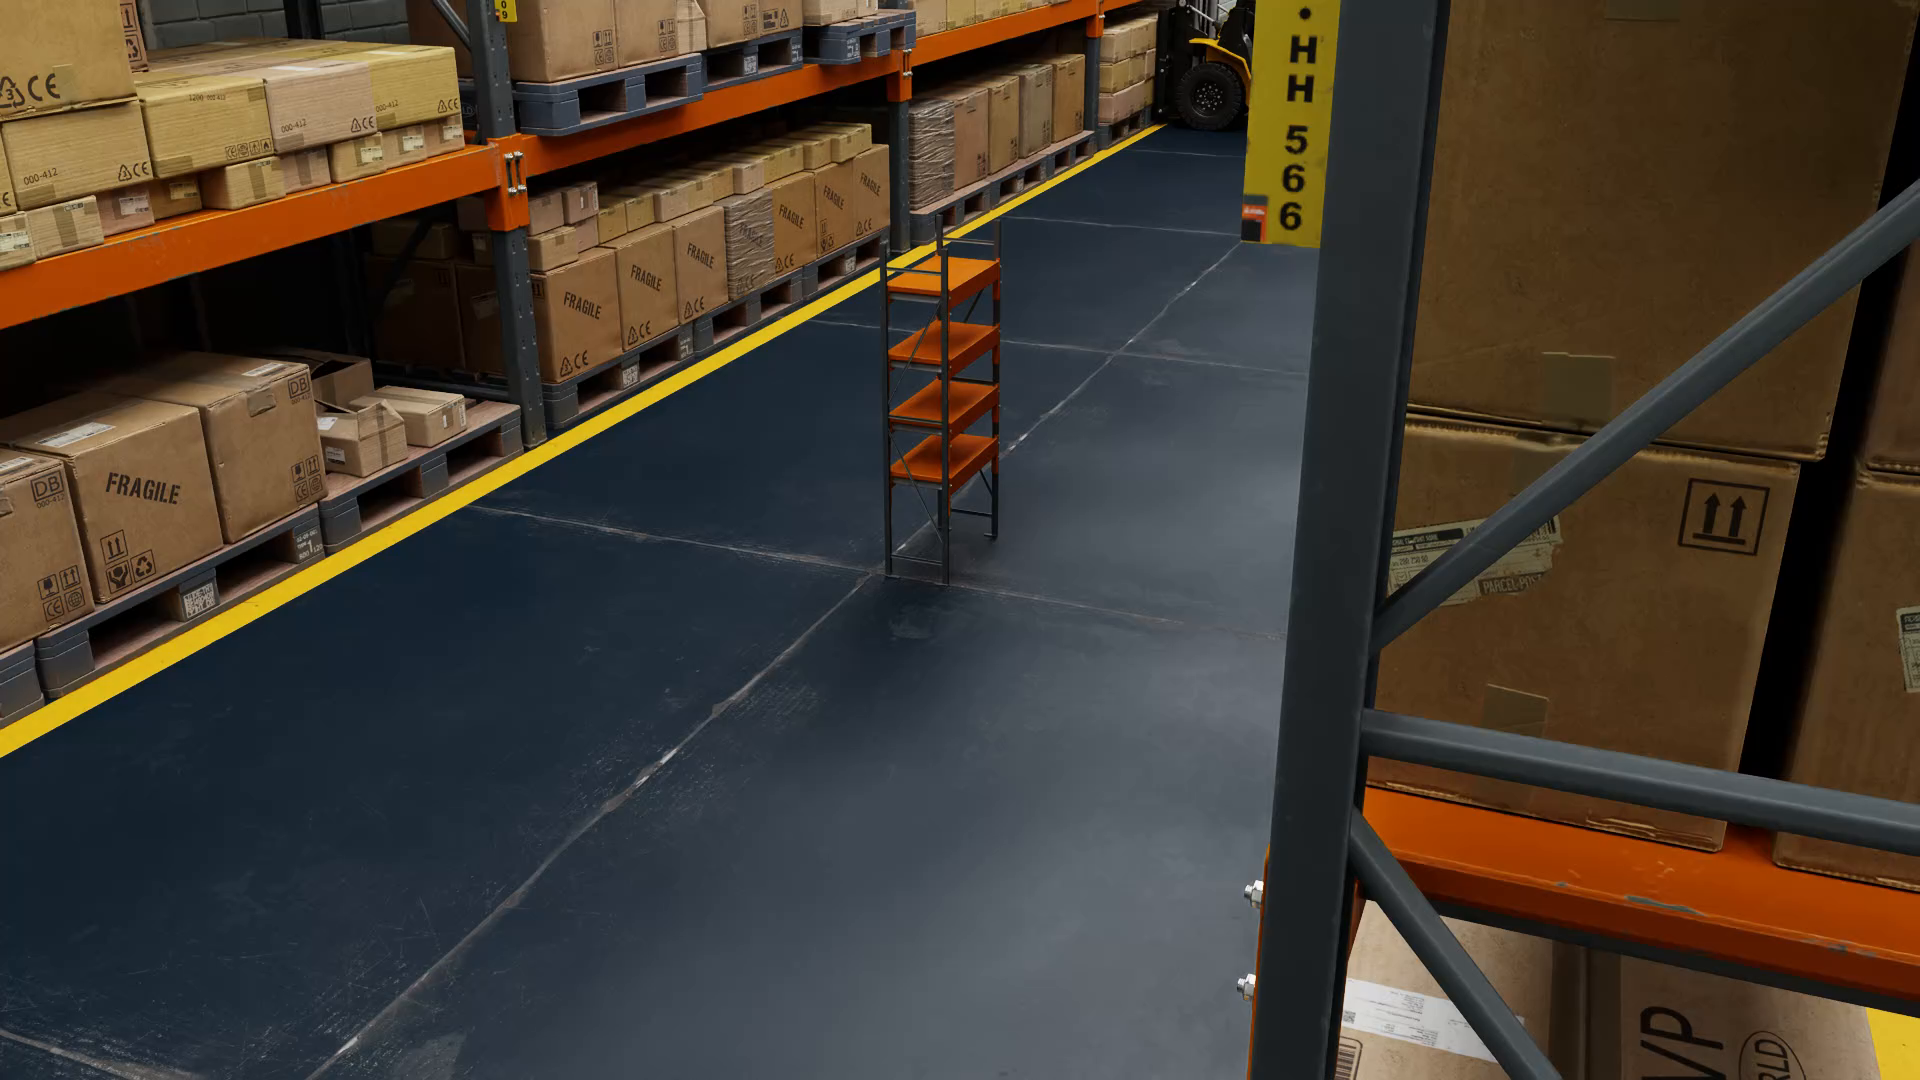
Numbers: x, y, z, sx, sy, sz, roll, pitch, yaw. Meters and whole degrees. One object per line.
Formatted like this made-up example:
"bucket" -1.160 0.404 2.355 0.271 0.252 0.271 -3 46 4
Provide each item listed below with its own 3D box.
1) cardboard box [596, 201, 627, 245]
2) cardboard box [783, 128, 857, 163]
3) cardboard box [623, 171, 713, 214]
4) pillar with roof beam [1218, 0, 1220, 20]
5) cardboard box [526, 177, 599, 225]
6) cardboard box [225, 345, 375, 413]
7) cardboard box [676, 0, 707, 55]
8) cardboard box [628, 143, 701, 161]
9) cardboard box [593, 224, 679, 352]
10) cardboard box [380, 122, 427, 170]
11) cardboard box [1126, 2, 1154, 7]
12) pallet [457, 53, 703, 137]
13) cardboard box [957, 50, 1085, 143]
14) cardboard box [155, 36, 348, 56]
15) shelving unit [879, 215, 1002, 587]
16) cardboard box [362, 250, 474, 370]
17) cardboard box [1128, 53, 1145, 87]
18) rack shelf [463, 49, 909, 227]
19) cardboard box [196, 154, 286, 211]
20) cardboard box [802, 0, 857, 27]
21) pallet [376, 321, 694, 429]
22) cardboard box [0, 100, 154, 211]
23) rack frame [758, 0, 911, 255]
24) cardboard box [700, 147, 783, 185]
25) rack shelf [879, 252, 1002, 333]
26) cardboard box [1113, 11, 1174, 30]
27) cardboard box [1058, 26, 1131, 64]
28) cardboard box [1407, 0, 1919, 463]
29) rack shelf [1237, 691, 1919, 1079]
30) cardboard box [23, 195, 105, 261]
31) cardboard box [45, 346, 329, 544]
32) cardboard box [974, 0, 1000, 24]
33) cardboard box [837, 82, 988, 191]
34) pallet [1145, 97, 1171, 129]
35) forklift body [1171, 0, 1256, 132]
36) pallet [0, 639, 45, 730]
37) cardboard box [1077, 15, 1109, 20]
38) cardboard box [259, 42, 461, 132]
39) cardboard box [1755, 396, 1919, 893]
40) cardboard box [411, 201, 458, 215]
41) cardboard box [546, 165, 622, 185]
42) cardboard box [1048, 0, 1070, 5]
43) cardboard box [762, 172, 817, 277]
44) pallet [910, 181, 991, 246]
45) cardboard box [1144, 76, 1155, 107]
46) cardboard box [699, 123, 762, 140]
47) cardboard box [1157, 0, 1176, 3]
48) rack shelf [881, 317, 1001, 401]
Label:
"cardboard box" -1.795 -1.497 7.799 0.380 0.149 0.250 7 24 17
"cardboard box" -0.827 -2.319 9.768 0.380 0.149 0.250 7 24 17
"cardboard box" -1.484 -1.770 8.452 0.380 0.149 0.250 10 25 22
"pillar with roof beam" 7.296 -10.337 19.321 9.100 9.000 0.400 9 24 20
"cardboard box" -1.859 -1.531 7.493 0.380 0.149 0.250 8 24 17
"cardboard box" -2.756 -0.614 6.772 0.500 0.311 0.500 10 25 22
"cardboard box" -1.419 -2.438 7.823 0.396 0.266 0.258 10 25 23
"cardboard box" -1.669 -2.117 9.282 0.380 0.149 0.250 8 24 19
"cardboard box" -1.714 -1.237 8.017 0.500 0.500 0.500 8 24 19
"cardboard box" -2.252 -1.501 6.278 0.380 0.149 0.250 9 24 21
"cardboard box" 1.629 -5.220 16.580 0.500 0.250 0.500 9 24 20
"pallet" -1.893 -2.045 7.504 1.003 0.211 1.213 9 24 20
"cardboard box" 0.497 -3.636 13.599 0.875 0.625 0.625 10 25 22
"cardboard box" -2.726 -1.793 6.459 0.500 0.250 0.500 8 24 19
"shelving unit" -0.061 -0.494 5.877 0.258 1.200 0.503 9 24 20
"cardboard box" -2.384 -1.122 7.742 0.500 0.500 0.500 9 24 20
"cardboard box" 1.332 -4.191 14.767 0.500 0.250 0.500 9 24 20
"rack shelf" -1.549 -2.247 8.672 1.077 0.370 4.000 9 24 20
"cardboard box" -2.517 -1.219 5.603 0.380 0.149 0.250 8 24 19
"cardboard box" -0.897 -2.996 9.180 0.500 0.250 0.500 8 24 18
"pallet" -2.024 -0.873 8.067 1.003 0.211 1.213 9 24 20
"cardboard box" -2.816 -1.172 4.973 0.500 0.250 0.500 8 24 19
"rack frame" -0.806 -3.295 10.246 1.000 3.000 0.127 9 24 20
"cardboard box" -1.198 -2.054 9.133 0.380 0.149 0.250 8 24 19
"rack shelf" -0.061 -0.857 5.725 0.258 0.148 0.480 9 24 20
"cardboard box" 1.727 -4.789 15.548 0.500 0.250 0.500 8 24 19
"cardboard box" 1.151 -4.241 14.237 0.500 0.250 0.500 8 24 19
"cardboard box" 0.791 -0.437 1.977 0.500 0.500 0.500 10 25 22
"rack shelf" 1.576 -0.107 3.547 1.077 0.370 4.000 9 24 20
"cardboard box" -2.797 -0.946 4.948 0.380 0.149 0.250 9 24 21
"cardboard box" -2.723 -0.350 5.893 0.700 0.500 0.500 8 24 18
"cardboard box" -0.038 -3.714 11.445 0.500 0.250 0.500 8 24 18
"cardboard box" -0.326 -2.849 11.715 0.875 0.625 0.625 10 25 22
"pallet" 1.466 -4.156 15.927 1.003 0.211 1.213 9 24 20
"forklift body" 3.155 -4.826 15.014 2.313 2.155 1.214 9 24 20
"pallet" -3.454 0.542 4.679 1.003 0.211 1.213 9 24 20
"cardboard box" 1.058 -4.679 15.286 0.500 0.250 0.500 9 24 20
"cardboard box" -2.254 -1.714 6.271 0.500 0.250 0.500 9 24 21
"cardboard box" 1.278 0.100 1.988 0.500 0.500 0.500 9 24 20
"cardboard box" -2.330 -1.471 7.737 0.380 0.149 0.250 9 24 20
"cardboard box" -1.981 -1.845 8.633 0.380 0.149 0.250 9 24 21
"cardboard box" 0.554 -4.259 12.748 0.500 0.250 0.500 9 24 20
"cardboard box" -1.151 -1.788 9.337 0.500 0.500 0.500 10 25 22
"pallet" -0.464 -2.297 11.476 1.003 0.211 1.213 9 24 20
"cardboard box" 1.518 -4.147 15.309 0.500 0.250 0.500 9 24 21
"cardboard box" -1.412 -2.401 9.964 0.380 0.149 0.250 10 25 22
"cardboard box" 2.285 -5.335 16.855 0.500 0.250 0.500 10 25 22
"rack shelf" -0.061 -0.639 5.817 0.258 0.148 0.480 9 24 20
